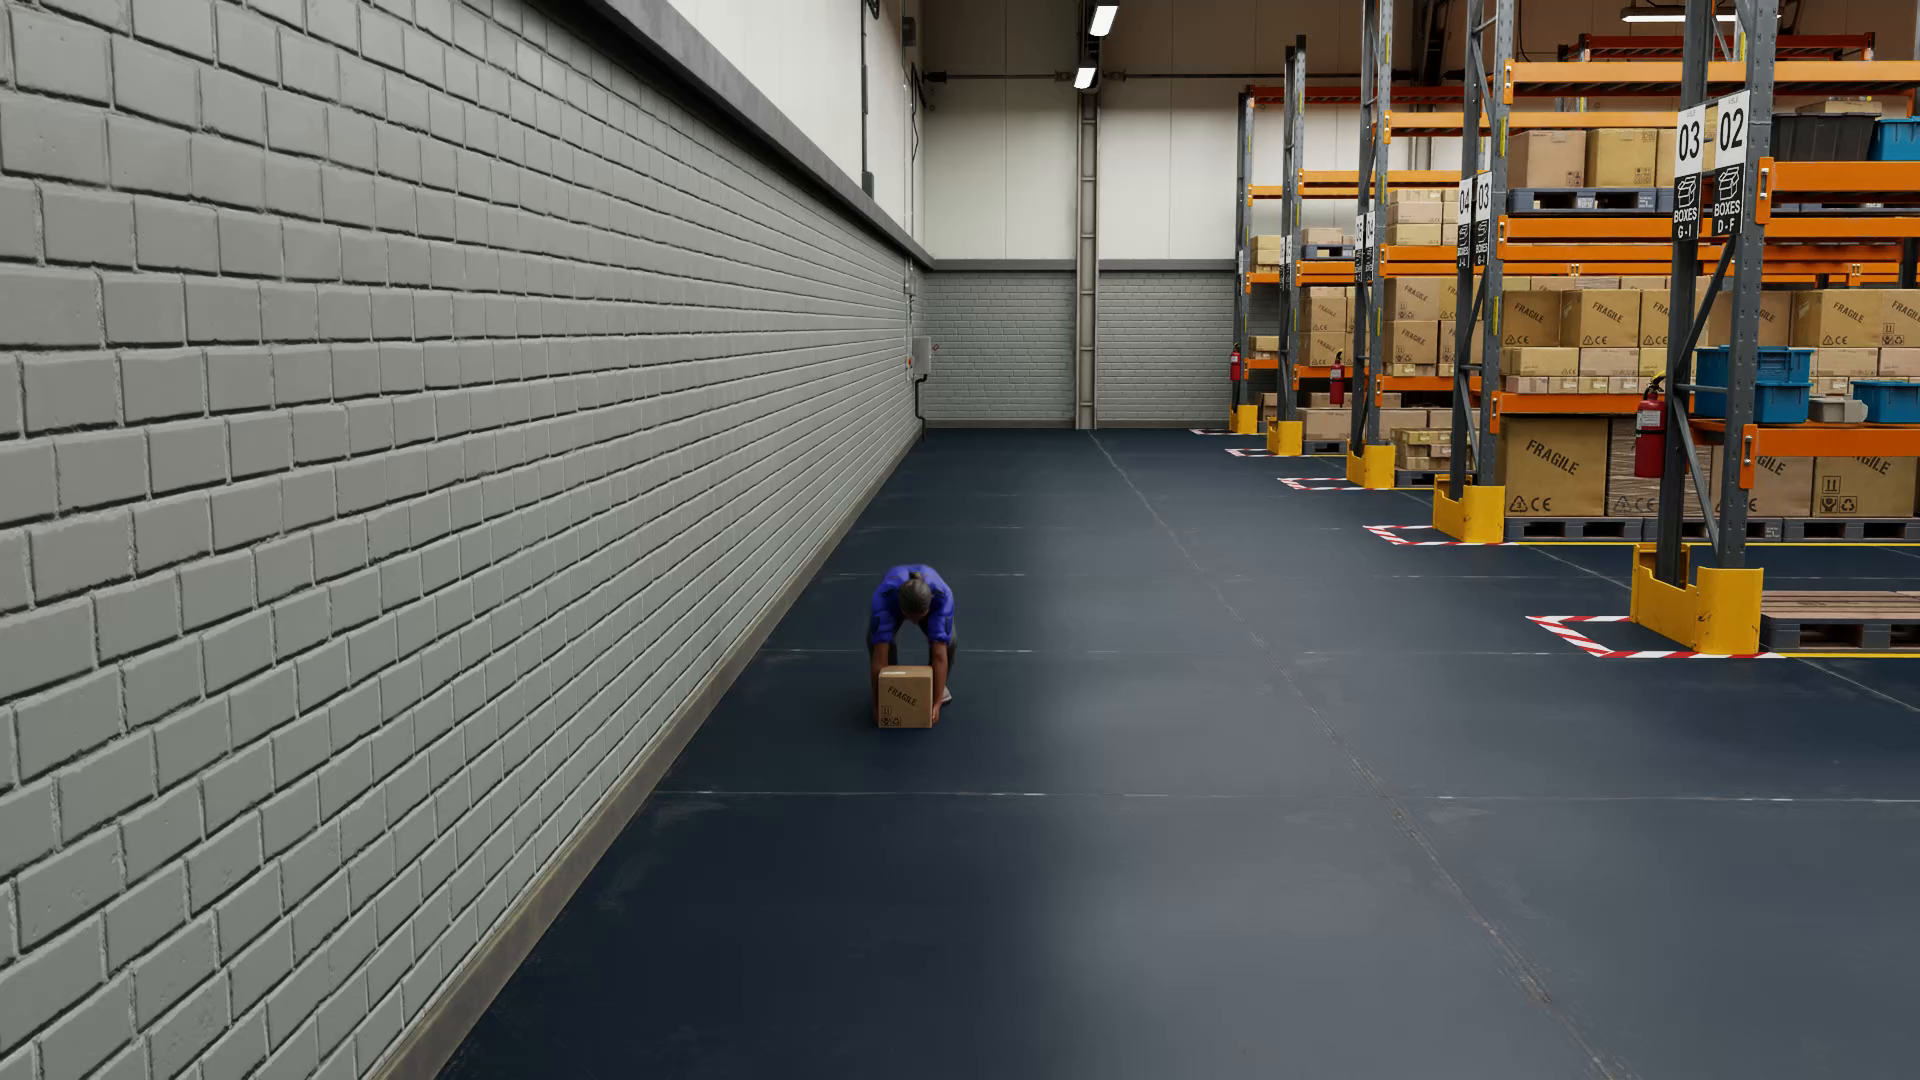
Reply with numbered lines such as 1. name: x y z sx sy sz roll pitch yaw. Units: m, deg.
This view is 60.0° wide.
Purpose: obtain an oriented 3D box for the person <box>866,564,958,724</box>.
1. person: -0.237 0.481 8.263 0.451 0.743 0.864 0 7 0
